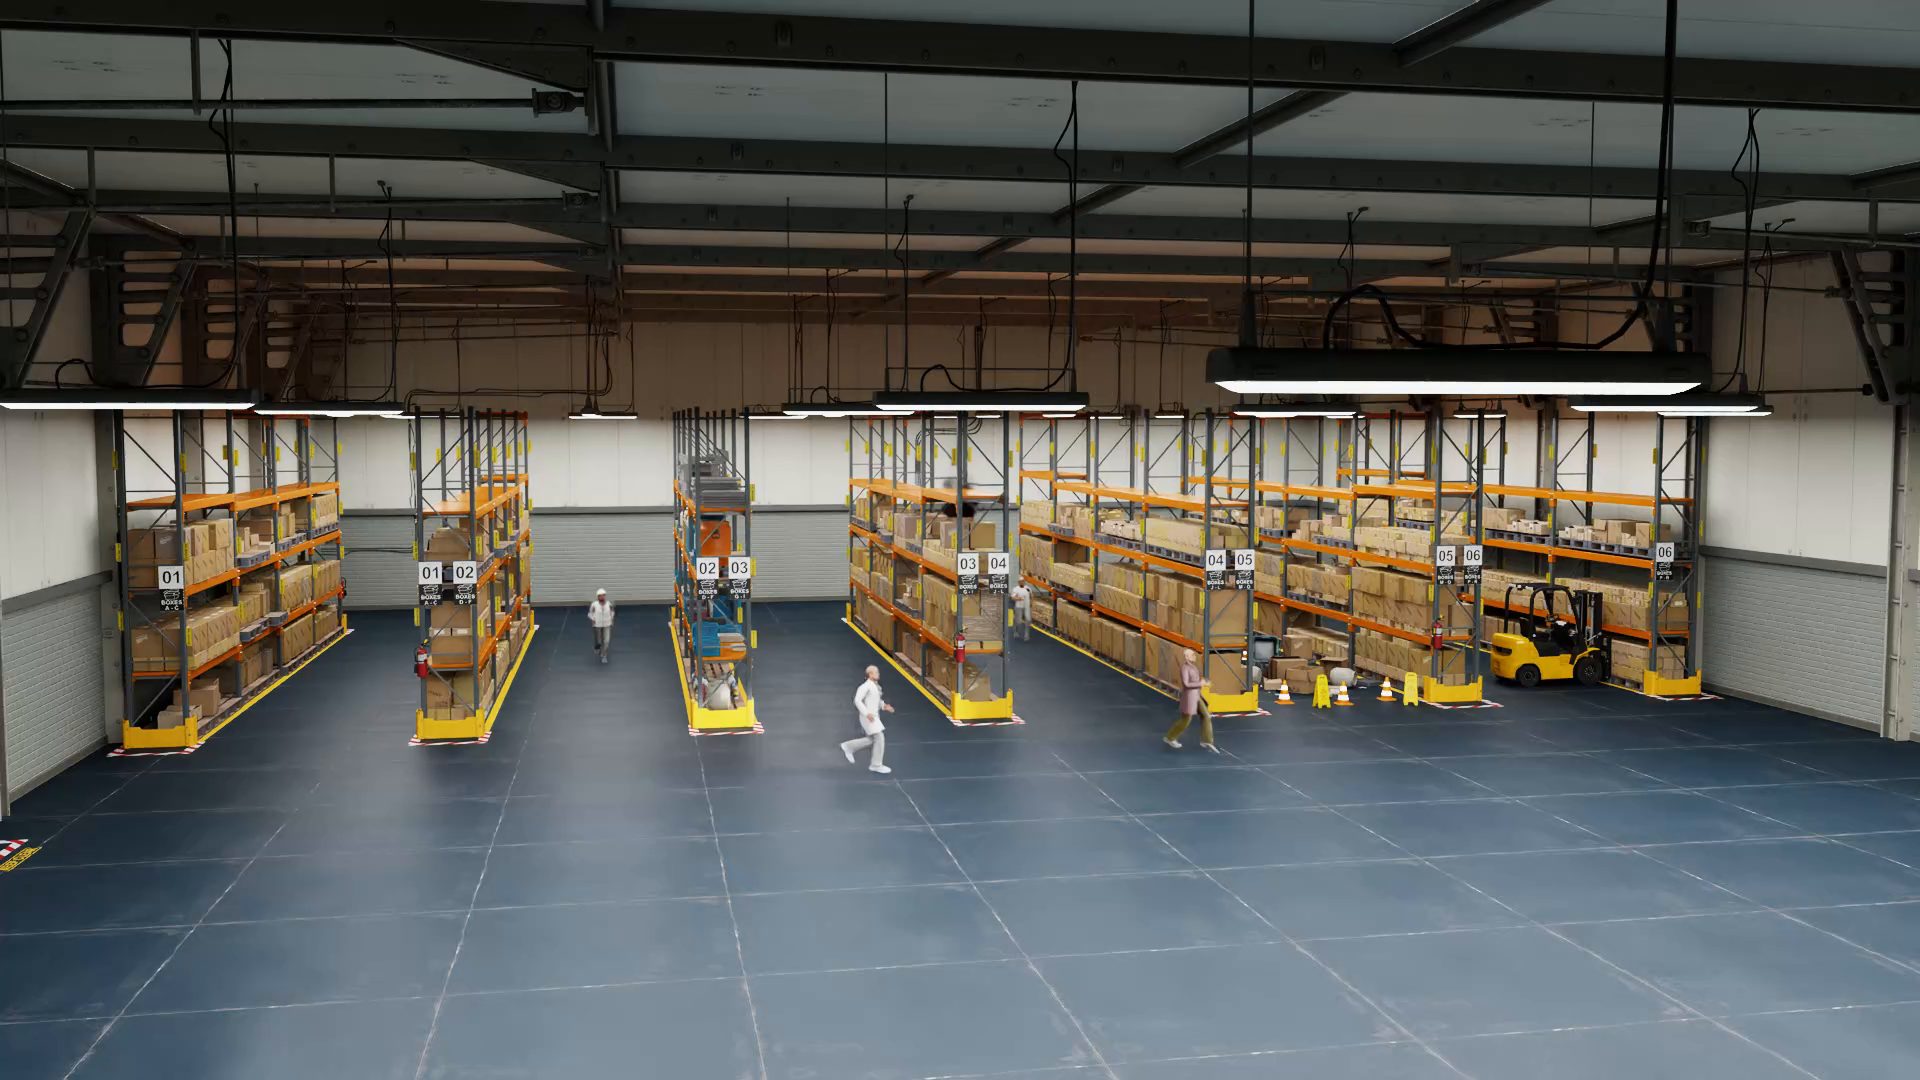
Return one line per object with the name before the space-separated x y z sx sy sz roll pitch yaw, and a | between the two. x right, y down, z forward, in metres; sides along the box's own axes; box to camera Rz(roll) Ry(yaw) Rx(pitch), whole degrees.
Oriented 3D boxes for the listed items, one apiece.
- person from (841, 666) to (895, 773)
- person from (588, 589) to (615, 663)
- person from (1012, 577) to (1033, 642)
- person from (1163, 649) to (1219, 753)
person | -1.553 2.924 27.212 0.876 1.750 0.693 1 4 11
person | -8.559 2.034 39.727 0.658 1.745 0.823 -2 4 -22
person | 1.648 1.819 43.611 0.607 1.693 0.788 -1 4 -9
person | 4.029 2.791 28.920 0.973 1.811 0.729 2 5 30
